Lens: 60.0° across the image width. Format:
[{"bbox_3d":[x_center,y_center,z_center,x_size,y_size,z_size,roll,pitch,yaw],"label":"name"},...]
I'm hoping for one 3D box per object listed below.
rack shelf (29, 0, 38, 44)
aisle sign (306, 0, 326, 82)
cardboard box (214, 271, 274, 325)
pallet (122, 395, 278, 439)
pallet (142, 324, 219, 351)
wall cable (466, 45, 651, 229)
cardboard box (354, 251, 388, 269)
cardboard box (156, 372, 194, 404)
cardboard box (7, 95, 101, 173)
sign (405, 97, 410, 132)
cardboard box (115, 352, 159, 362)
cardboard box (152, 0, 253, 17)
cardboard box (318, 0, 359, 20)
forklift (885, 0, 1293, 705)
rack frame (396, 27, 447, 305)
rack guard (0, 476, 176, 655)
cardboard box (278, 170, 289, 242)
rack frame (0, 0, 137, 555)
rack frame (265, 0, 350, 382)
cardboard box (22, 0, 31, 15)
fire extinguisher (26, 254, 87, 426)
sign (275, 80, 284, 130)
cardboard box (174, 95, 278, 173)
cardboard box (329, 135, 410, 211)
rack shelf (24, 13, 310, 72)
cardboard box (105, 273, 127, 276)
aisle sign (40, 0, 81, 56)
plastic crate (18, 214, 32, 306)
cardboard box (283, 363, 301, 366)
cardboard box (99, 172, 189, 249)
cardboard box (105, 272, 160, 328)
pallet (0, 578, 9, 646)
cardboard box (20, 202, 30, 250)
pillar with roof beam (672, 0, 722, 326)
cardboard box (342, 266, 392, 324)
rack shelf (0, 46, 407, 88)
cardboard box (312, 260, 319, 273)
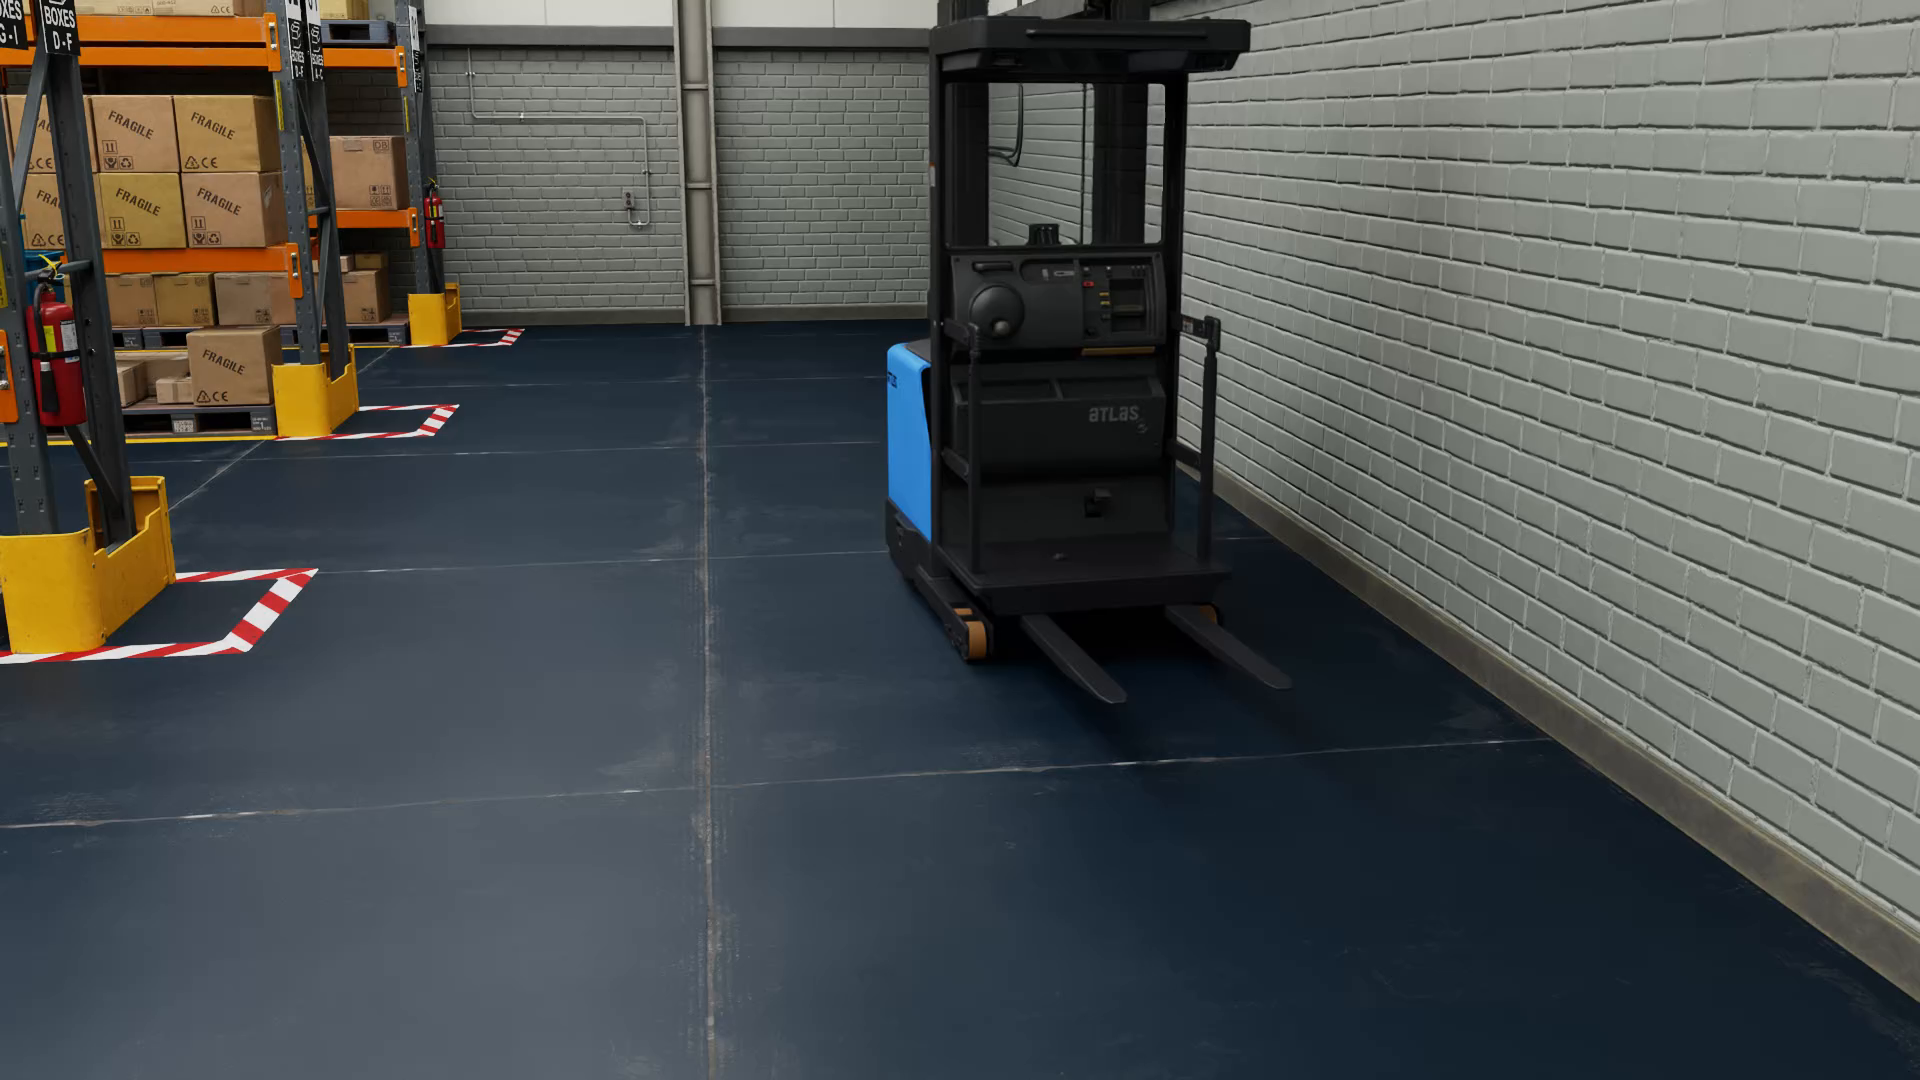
[{"bbox_3d":[-5.836,-2.157,6.471,4.000,0.370,1.077,-2,14,-8],"label":"rack shelf"},{"bbox_3d":[-4.569,-3.650,11.764,0.004,0.787,0.394,-2,14,-8],"label":"aisle sign"},{"bbox_3d":[-7.004,-2.412,16.450,0.500,0.500,0.700,-3,14,-10],"label":"cardboard box"},{"bbox_3d":[-5.456,-0.931,12.001,1.213,0.211,1.003,-2,14,-8],"label":"pallet"},{"bbox_3d":[-7.317,-2.063,16.515,1.213,0.211,1.003,-2,14,-8],"label":"pallet"},{"bbox_3d":[-4.209,-4.274,17.508,1.851,1.984,0.084,-2,14,-8],"label":"wall cable"},{"bbox_3d":[-5.918,-2.816,16.726,0.250,0.149,0.380,-2,14,-8],"label":"cardboard box"},{"bbox_3d":[-5.508,-1.083,11.793,0.250,0.166,0.380,-2,14,-8],"label":"cardboard box"},{"bbox_3d":[-6.003,-2.728,11.174,0.500,0.500,0.500,-2,14,-7],"label":"cardboard box"},{"bbox_3d":[-5.267,-4.052,15.847,0.005,0.325,0.100,-2,14,-8],"label":"sign"},{"bbox_3d":[-6.162,-1.208,12.119,0.500,0.250,0.500,-2,14,-8],"label":"cardboard box"},{"bbox_3d":[-5.062,-3.616,11.115,0.500,0.250,0.500,-2,14,-8],"label":"cardboard box"},{"bbox_3d":[-6.019,-5.051,15.769,0.500,0.250,0.500,-2,14,-7],"label":"cardboard box"},{"bbox_3d":[0.473,-1.031,6.809,1.130,2.935,3.031,-3,14,-13],"label":"forklift"},{"bbox_3d":[-5.335,-3.507,16.539,0.127,3.000,1.000,-2,14,-8],"label":"rack frame"},{"bbox_3d":[-3.837,0.085,7.357,0.348,0.500,1.175,-2,14,-8],"label":"rack guard"},{"bbox_3d":[-5.071,-2.411,11.965,0.500,0.500,0.500,-2,14,-7],"label":"cardboard box"},{"bbox_3d":[-3.859,-1.124,7.037,0.127,3.000,1.000,-2,14,-8],"label":"rack frame"},{"bbox_3d":[-4.593,-2.316,11.789,0.127,3.000,1.000,-2,14,-8],"label":"rack frame"},{"bbox_3d":[-6.050,-3.579,10.968,0.500,0.250,0.500,-2,14,-8],"label":"cardboard box"},{"bbox_3d":[-3.642,-0.802,6.678,0.183,0.674,0.296,-2,14,-8],"label":"fire extinguisher"},{"bbox_3d":[-4.530,-2.896,11.074,0.005,0.325,0.100,-2,14,-8],"label":"sign"},{"bbox_3d":[-4.992,-2.767,11.327,0.500,0.500,0.500,-2,14,-9],"label":"cardboard box"},{"bbox_3d":[-5.837,-3.632,16.420,0.700,0.700,0.980,-1,14,-6],"label":"cardboard box"},{"bbox_3d":[-6.571,-3.349,11.222,4.000,0.370,1.077,-2,14,-8],"label":"rack shelf"},{"bbox_3d":[-8.169,-2.639,16.020,0.250,0.149,0.380,-2,14,-6],"label":"cardboard box"},{"bbox_3d":[-3.832,-2.459,7.016,0.004,0.787,0.394,-2,14,-8],"label":"aisle sign"},{"bbox_3d":[-4.162,-1.113,6.798,0.499,0.435,0.616,-2,14,-8],"label":"plastic crate"},{"bbox_3d":[-5.058,-1.214,12.351,0.250,0.149,0.380,-2,14,-8],"label":"cardboard box"},{"bbox_3d":[-5.508,-2.263,11.372,0.500,0.500,0.500,-2,14,-8],"label":"cardboard box"},{"bbox_3d":[-8.038,-2.373,16.294,0.500,0.500,0.700,-2,14,-9],"label":"cardboard box"},{"bbox_3d":[-4.680,0.249,7.294,1.213,0.211,1.003,-2,14,-8],"label":"pallet"},{"bbox_3d":[-6.500,-2.228,11.233,0.500,0.500,0.500,-2,14,-9],"label":"cardboard box"},{"bbox_3d":[-2.152,-5.687,12.900,0.400,9.000,9.100,-2,14,-8],"label":"pillar with roof beam"},{"bbox_3d":[-6.012,-2.449,16.595,0.500,0.500,0.700,-2,14,-8],"label":"cardboard box"},{"bbox_3d":[-7.312,-4.541,15.973,4.000,0.370,1.077,-2,14,-8],"label":"rack shelf"},{"bbox_3d":[-6.364,-2.706,16.285,0.250,0.149,0.380,-2,14,-7],"label":"cardboard box"}]
